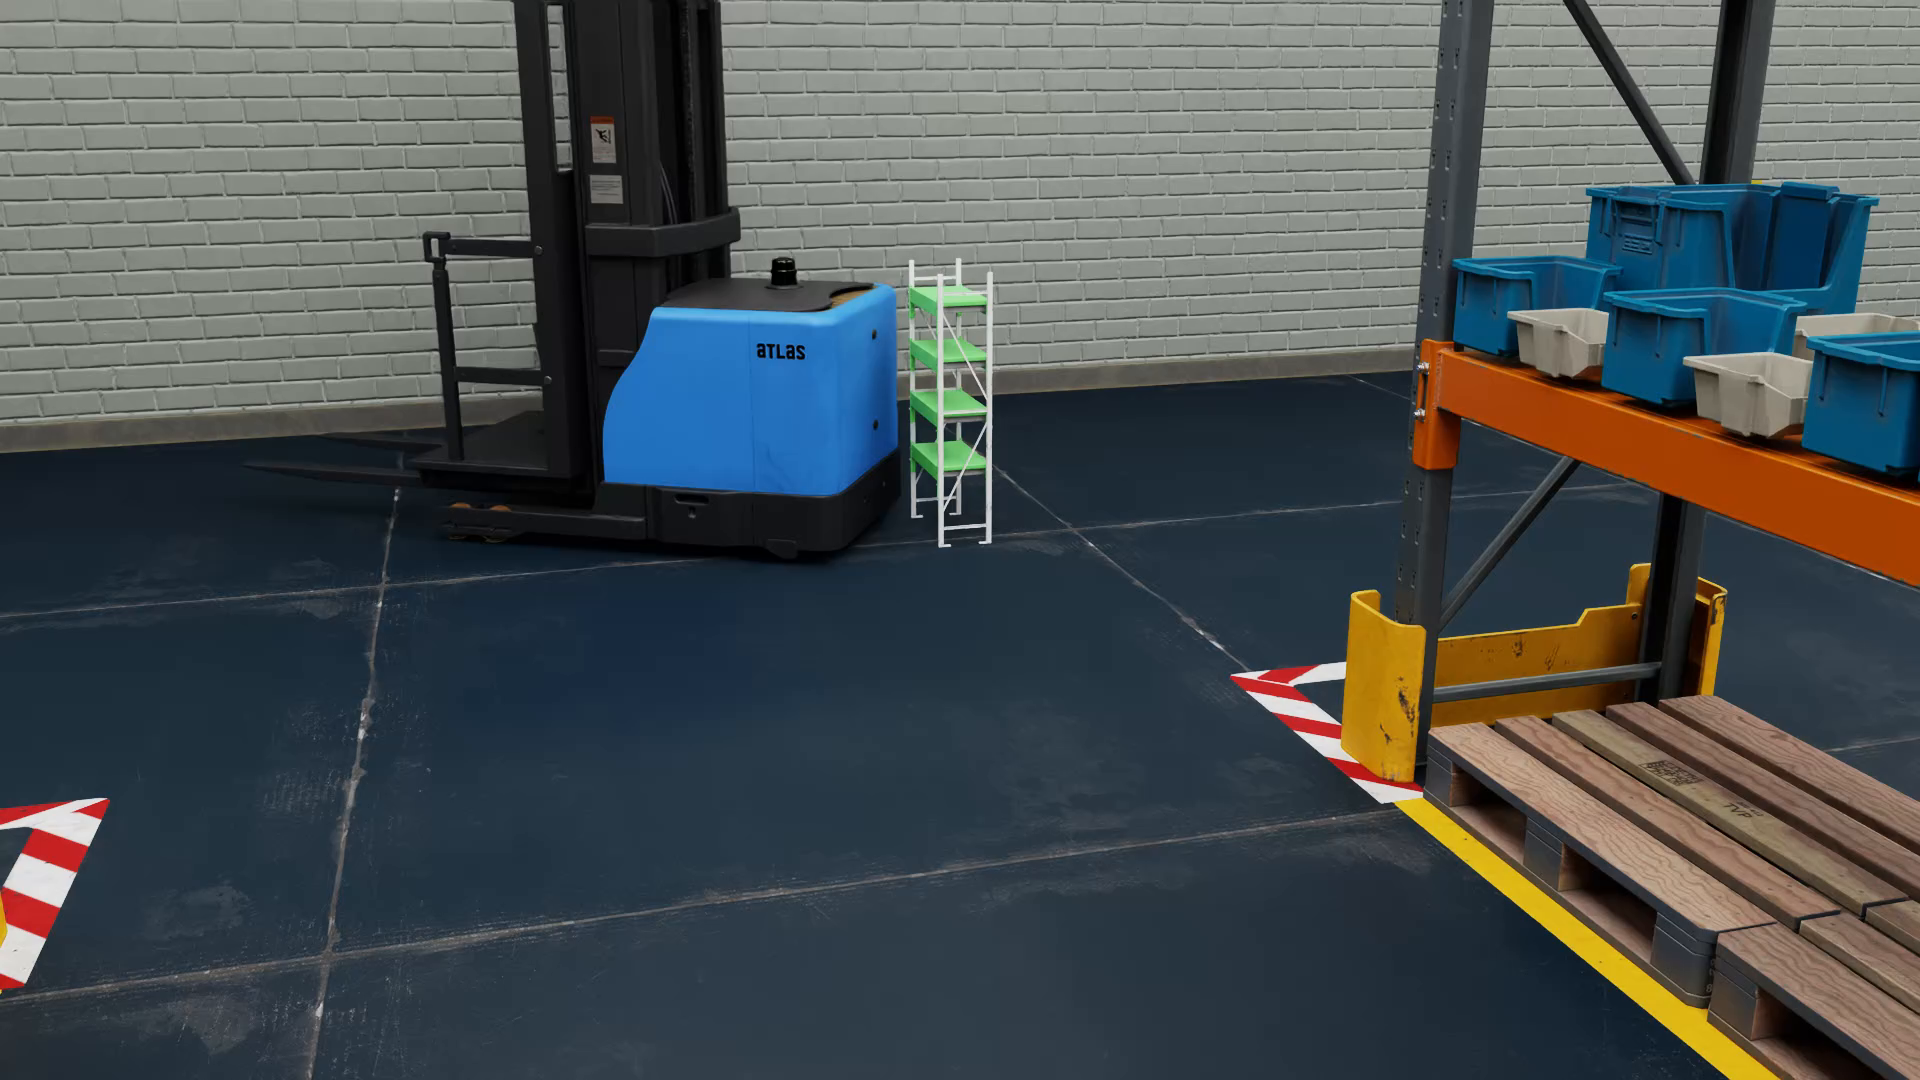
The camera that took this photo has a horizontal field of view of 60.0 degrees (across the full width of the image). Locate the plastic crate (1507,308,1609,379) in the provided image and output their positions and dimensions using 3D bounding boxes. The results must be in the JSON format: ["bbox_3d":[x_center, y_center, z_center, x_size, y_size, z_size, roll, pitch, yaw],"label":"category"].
[{"bbox_3d":[1.579,-0.499,4.255,0.250,0.136,0.298,-5,17,-15],"label":"plastic crate"}]

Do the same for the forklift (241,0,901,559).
[{"bbox_3d":[-1.853,-1.531,7.455,3.031,2.935,1.130,4,17,14],"label":"forklift"}]

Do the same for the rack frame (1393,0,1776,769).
[{"bbox_3d":[1.820,-0.787,4.857,1.000,3.000,0.127,-5,17,-15],"label":"rack frame"}]

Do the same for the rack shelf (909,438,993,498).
[{"bbox_3d":[-0.045,-0.329,7.519,0.258,0.148,0.480,-5,17,-15],"label":"rack shelf"}]

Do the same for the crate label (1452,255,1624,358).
[{"bbox_3d":[1.571,-0.641,4.558,0.416,0.233,0.303,-5,17,-15],"label":"crate label"}]

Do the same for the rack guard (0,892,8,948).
[{"bbox_3d":[-2.923,0.822,3.846,1.175,0.500,0.348,-5,17,-15],"label":"rack guard"}]

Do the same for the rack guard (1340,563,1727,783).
[{"bbox_3d":[1.801,0.405,5.235,1.175,0.500,0.348,-5,17,-15],"label":"rack guard"}]

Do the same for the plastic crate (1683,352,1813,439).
[{"bbox_3d":[1.766,-0.312,3.630,0.250,0.136,0.298,-5,17,-15],"label":"plastic crate"}]

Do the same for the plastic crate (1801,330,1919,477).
[{"bbox_3d":[1.933,-0.277,3.346,0.416,0.233,0.300,-5,17,-15],"label":"plastic crate"}]

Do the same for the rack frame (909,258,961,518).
[{"bbox_3d":[-0.113,-0.688,7.657,0.240,1.200,0.015,-5,17,-15],"label":"rack frame"}]

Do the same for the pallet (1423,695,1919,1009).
[{"bbox_3d":[2.009,0.780,4.488,1.003,0.211,1.213,-5,17,-15],"label":"pallet"}]

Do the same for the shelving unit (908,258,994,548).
[{"bbox_3d":[-0.045,-0.620,7.432,0.258,1.200,0.503,-5,17,-15],"label":"shelving unit"}]

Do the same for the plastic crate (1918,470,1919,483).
[{"bbox_3d":[2.015,-0.194,3.069,0.416,0.233,0.300,-5,17,-15],"label":"plastic crate"}]

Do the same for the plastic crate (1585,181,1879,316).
[{"bbox_3d":[2.091,-0.754,4.584,0.616,0.435,0.499,-5,17,-15],"label":"plastic crate"}]

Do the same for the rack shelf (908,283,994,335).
[{"bbox_3d":[-0.045,-1.019,7.312,0.258,0.148,0.480,-5,17,-15],"label":"rack shelf"}]

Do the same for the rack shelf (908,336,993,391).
[{"bbox_3d":[-0.045,-0.789,7.381,0.258,0.148,0.480,-5,17,-15],"label":"rack shelf"}]

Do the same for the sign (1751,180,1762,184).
[{"bbox_3d":[2.344,-0.913,4.993,0.100,0.325,0.005,-5,17,-15],"label":"sign"}]

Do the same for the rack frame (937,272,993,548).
[{"bbox_3d":[0.022,-0.553,7.207,0.240,1.200,0.015,-5,17,-15],"label":"rack frame"}]

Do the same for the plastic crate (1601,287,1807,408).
[{"bbox_3d":[1.752,-0.459,3.952,0.416,0.233,0.300,-5,17,-15],"label":"plastic crate"}]

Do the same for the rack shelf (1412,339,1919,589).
[{"bbox_3d":[2.369,0.111,3.119,1.077,0.370,4.000,-5,17,-15],"label":"rack shelf"}]

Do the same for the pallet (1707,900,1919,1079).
[{"bbox_3d":[2.341,1.117,3.367,1.003,0.211,1.213,-5,17,-15],"label":"pallet"}]

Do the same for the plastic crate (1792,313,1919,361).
[{"bbox_3d":[2.218,-0.478,4.183,0.396,0.136,0.243,-5,17,-15],"label":"plastic crate"}]

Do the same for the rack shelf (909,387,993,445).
[{"bbox_3d":[-0.045,-0.559,7.450,0.258,0.148,0.480,-5,17,-15],"label":"rack shelf"}]
